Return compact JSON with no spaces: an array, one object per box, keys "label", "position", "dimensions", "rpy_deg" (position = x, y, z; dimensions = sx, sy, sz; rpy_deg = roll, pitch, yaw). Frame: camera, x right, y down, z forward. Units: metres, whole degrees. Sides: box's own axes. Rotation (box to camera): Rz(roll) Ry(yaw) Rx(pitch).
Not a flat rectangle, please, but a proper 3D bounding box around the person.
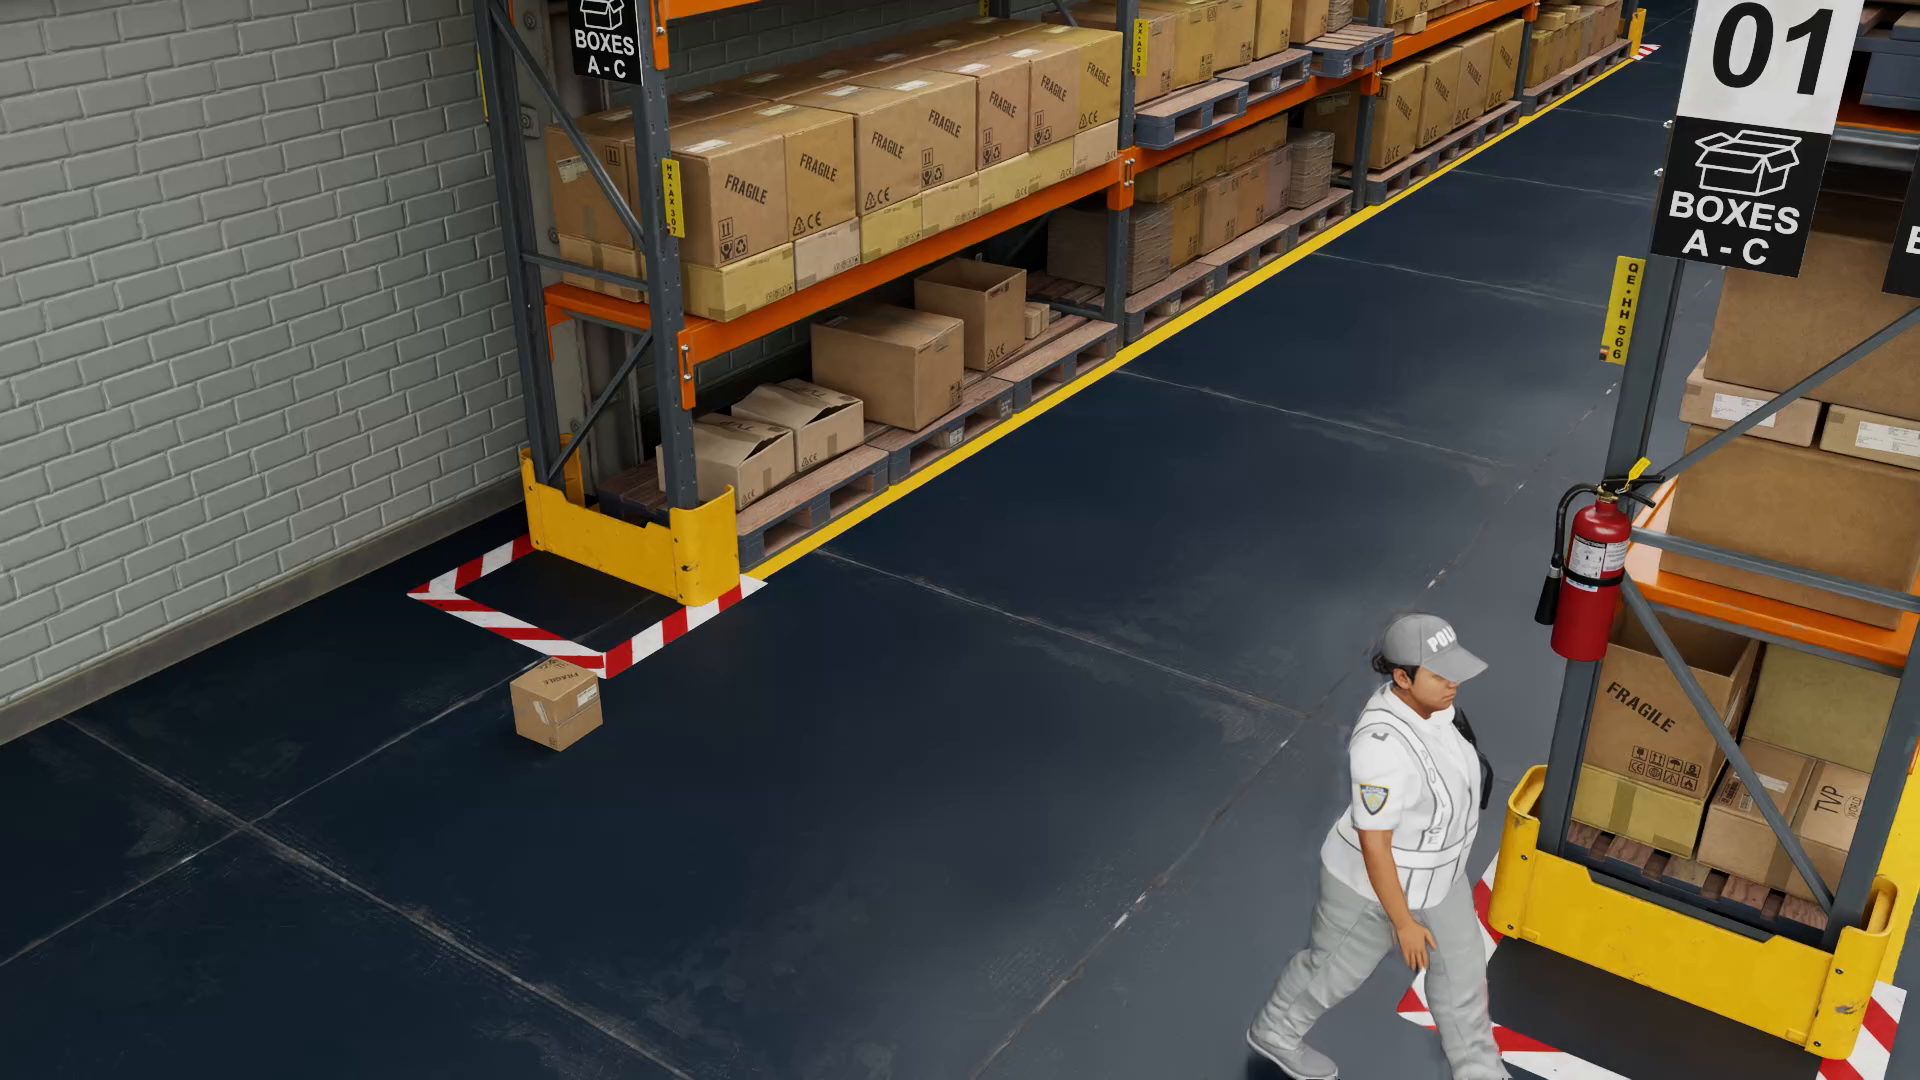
[{"label":"person","position":[1.305,0.973,4.703],"dimensions":[0.890,1.641,0.511],"rpy_deg":[20,33,34]}]
